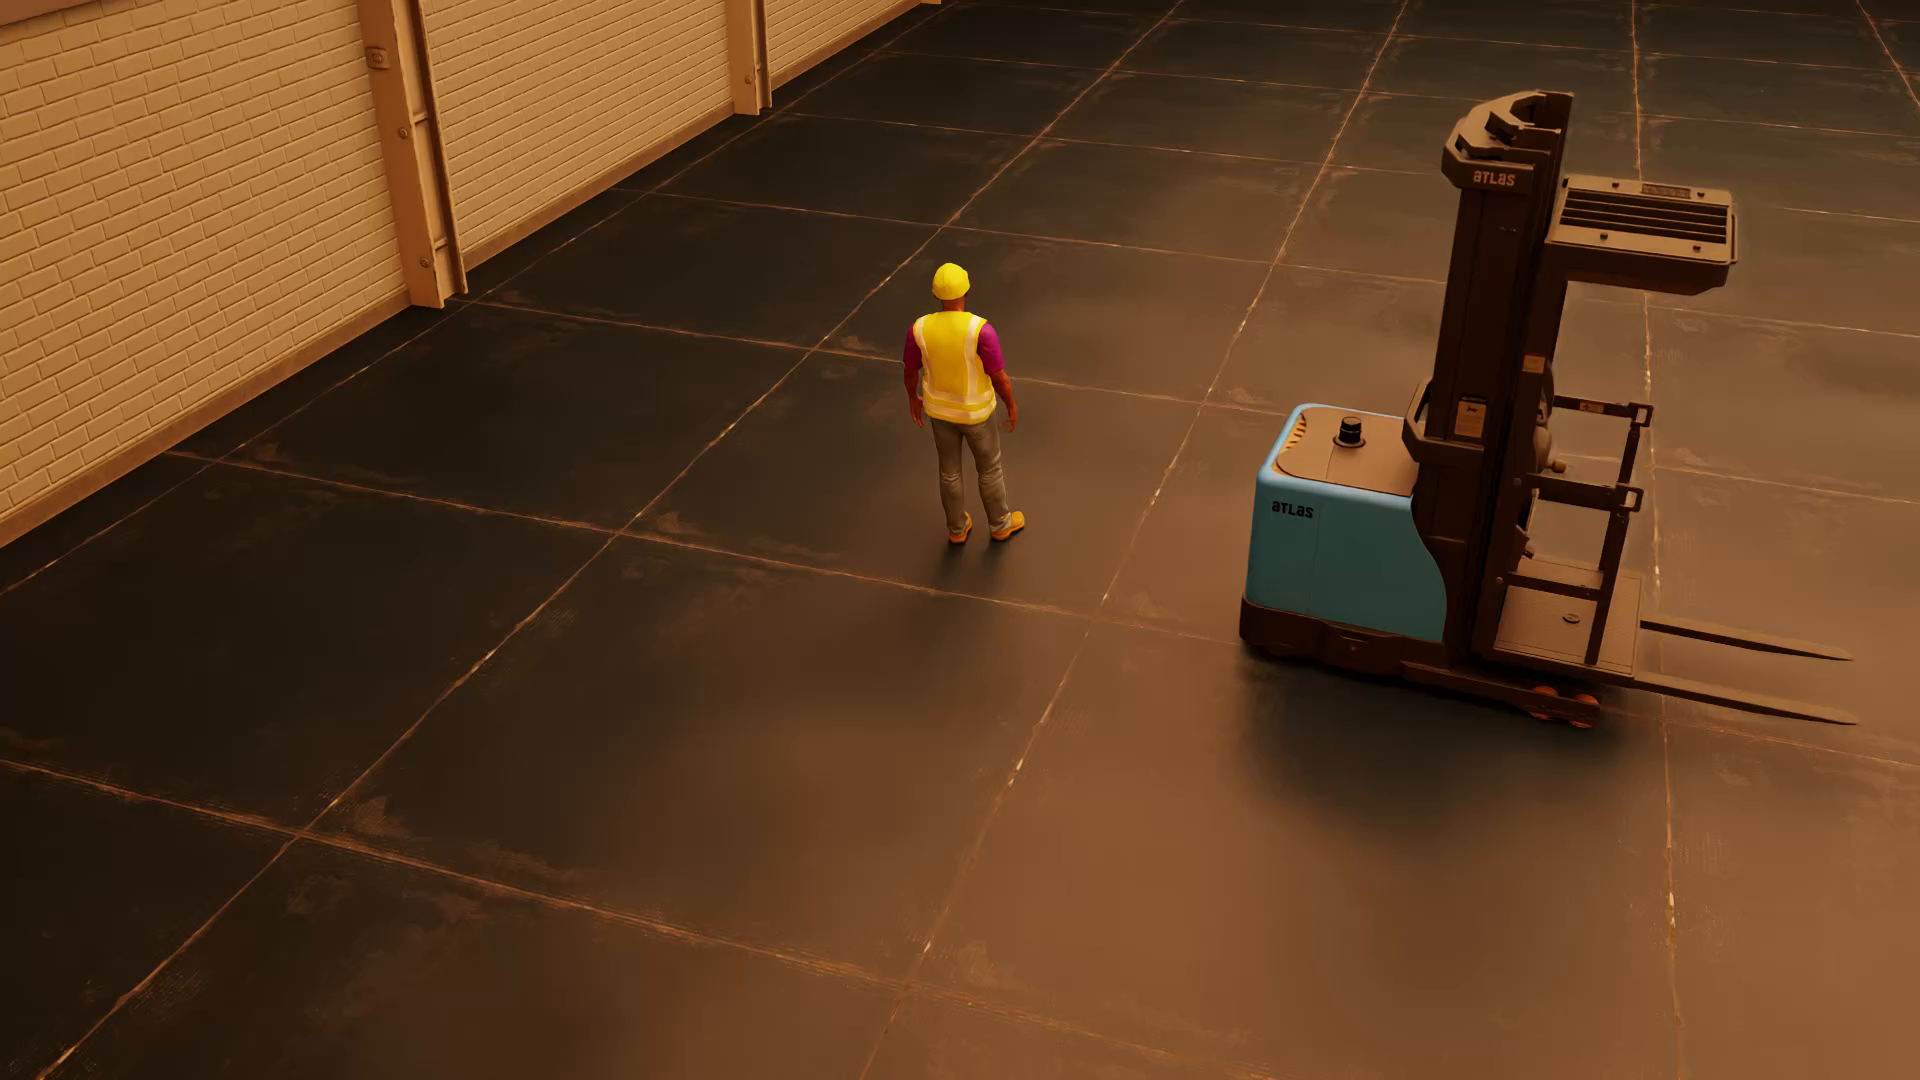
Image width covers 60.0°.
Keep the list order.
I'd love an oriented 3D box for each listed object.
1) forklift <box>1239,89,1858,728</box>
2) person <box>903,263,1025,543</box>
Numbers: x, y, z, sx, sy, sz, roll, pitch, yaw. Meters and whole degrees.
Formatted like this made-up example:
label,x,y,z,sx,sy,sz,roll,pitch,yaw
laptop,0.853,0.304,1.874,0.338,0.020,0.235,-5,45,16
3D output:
label,x,y,z,sx,sy,sz,roll,pitch,yaw
forklift,3.086,-0.623,8.229,3.031,2.935,1.130,12,32,19
person,0.029,-0.805,9.710,0.665,1.765,0.577,10,31,16
